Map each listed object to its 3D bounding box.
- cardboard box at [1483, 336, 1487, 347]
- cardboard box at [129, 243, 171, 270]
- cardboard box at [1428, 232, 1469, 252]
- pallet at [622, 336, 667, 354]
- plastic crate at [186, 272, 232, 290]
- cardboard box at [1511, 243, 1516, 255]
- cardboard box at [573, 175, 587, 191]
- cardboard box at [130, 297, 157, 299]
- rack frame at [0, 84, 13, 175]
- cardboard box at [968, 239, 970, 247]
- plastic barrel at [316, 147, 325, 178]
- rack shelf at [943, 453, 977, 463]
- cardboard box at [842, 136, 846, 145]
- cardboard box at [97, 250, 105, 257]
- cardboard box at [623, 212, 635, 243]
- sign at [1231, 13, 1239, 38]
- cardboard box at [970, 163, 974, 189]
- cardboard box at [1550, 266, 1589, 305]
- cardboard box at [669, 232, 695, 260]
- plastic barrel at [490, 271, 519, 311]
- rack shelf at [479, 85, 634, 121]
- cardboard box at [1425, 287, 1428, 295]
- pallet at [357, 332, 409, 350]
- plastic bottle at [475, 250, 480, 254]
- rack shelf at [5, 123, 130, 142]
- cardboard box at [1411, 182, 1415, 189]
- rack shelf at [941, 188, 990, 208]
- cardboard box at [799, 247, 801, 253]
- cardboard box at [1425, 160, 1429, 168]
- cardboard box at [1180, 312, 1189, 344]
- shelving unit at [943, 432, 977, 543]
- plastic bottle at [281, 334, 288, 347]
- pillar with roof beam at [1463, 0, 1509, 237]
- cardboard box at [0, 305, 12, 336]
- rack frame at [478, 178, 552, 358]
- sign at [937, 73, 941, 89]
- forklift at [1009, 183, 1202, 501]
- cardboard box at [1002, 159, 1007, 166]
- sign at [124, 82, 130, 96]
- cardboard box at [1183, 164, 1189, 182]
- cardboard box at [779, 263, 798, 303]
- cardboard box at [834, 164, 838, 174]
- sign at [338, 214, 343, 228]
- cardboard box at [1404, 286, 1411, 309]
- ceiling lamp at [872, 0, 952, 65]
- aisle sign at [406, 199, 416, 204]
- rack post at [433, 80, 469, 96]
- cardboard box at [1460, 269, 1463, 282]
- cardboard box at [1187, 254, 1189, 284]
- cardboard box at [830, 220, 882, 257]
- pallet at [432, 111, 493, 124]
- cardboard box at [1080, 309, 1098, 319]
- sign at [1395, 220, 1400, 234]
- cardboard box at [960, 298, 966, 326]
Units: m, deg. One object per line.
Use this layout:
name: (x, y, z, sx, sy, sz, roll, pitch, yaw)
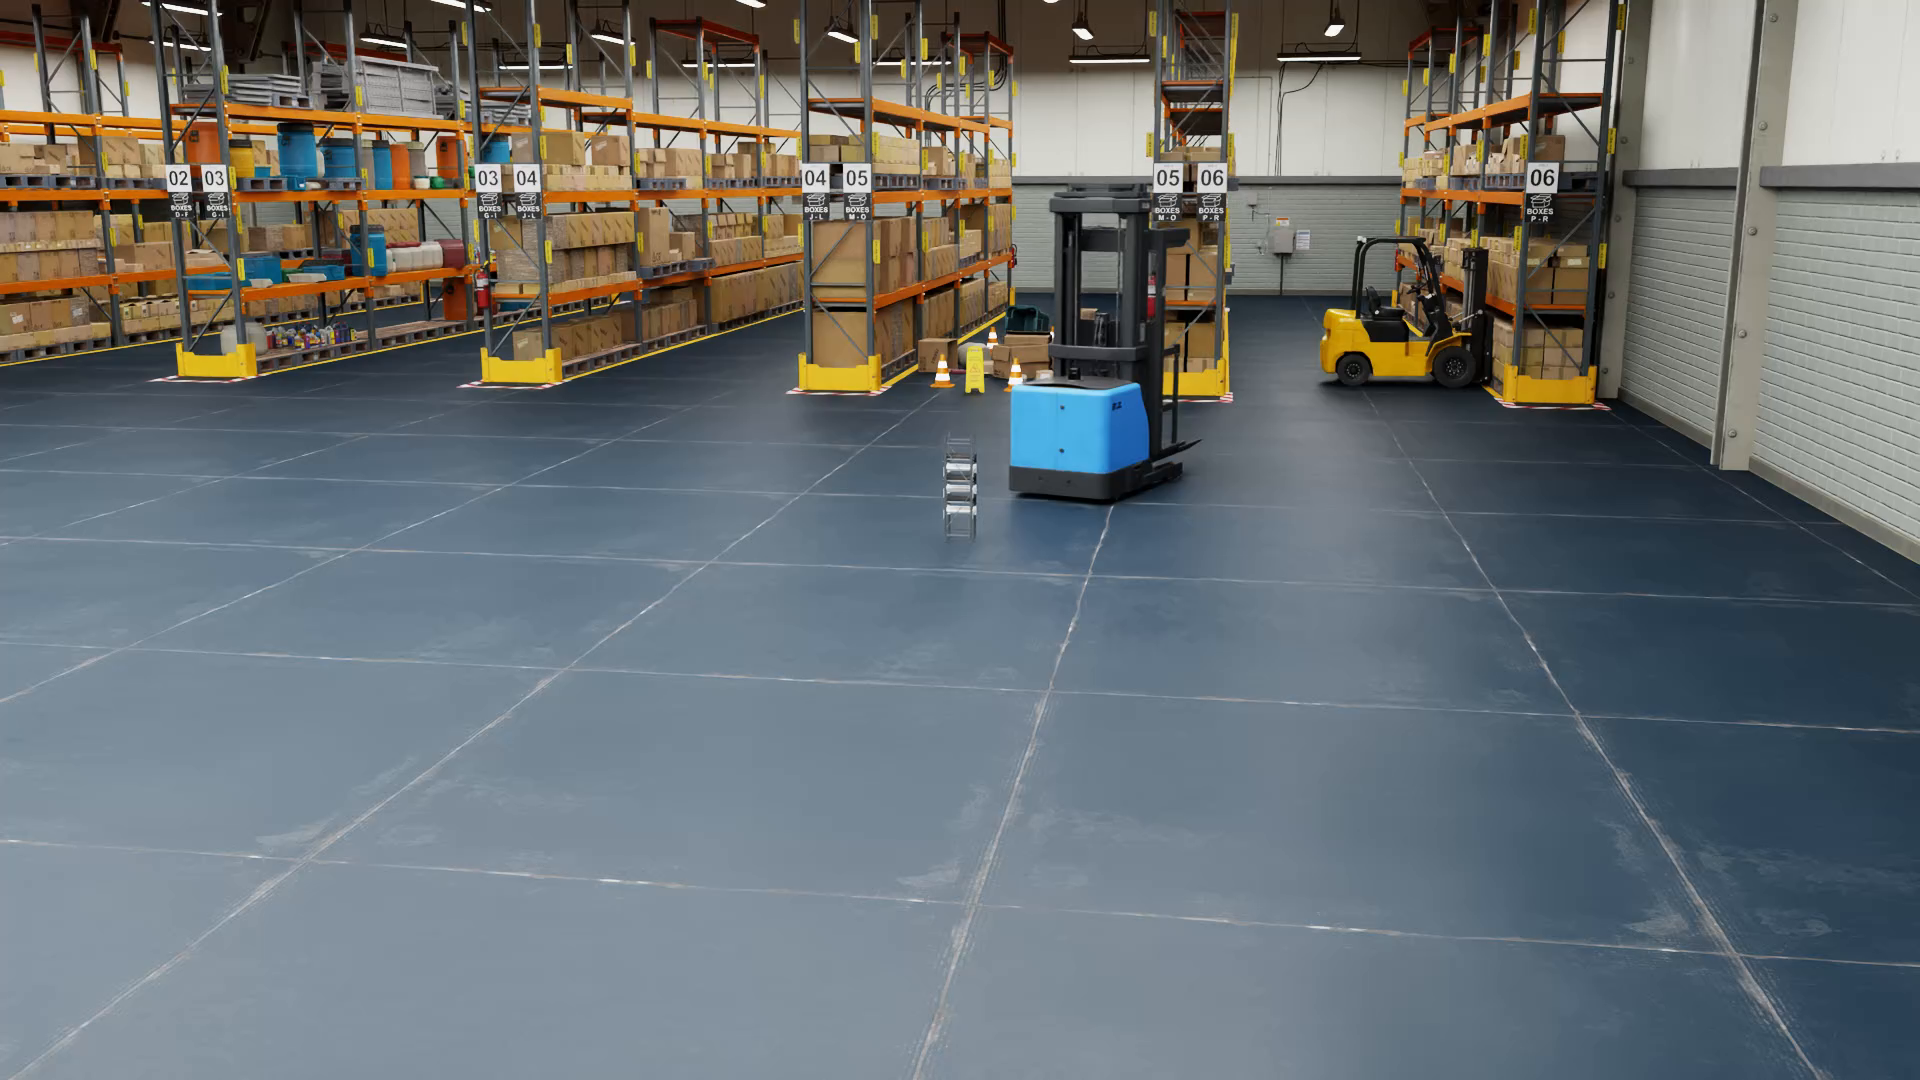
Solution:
cardboard box: (8.066, -2.906, 24.699, 0.500, 0.250, 0.500, 2, 12, 8)
cardboard box: (-15.505, -5.430, 31.833, 0.500, 0.500, 0.500, 2, 12, 9)
cardboard box: (9.372, -5.639, 31.799, 0.797, 0.503, 0.637, 2, 12, 7)
pallet: (-5.891, -3.485, 29.664, 1.003, 0.211, 1.213, 2, 12, 9)
plastic crate: (-11.737, -4.055, 26.043, 0.499, 0.251, 0.616, 2, 12, 9)
cardboard box: (7.941, -4.073, 23.289, 0.380, 0.149, 0.250, 2, 12, 10)
cardboard box: (-6.142, -5.549, 25.858, 0.500, 0.250, 0.500, 2, 12, 8)
cardboard box: (-15.784, -4.554, 32.202, 0.500, 0.311, 0.500, 2, 12, 8)
rack frame: (-20.077, -8.933, 34.084, 1.000, 3.000, 0.127, 2, 12, 9)
cardboard box: (-0.002, -5.984, 33.532, 0.380, 0.149, 0.250, 2, 12, 11)
plastic barrel: (-11.164, -6.490, 28.605, 0.421, 0.512, 0.421, 0, 12, 0)
rack shelf: (0.001, -0.673, 13.857, 0.258, 0.077, 0.200, 2, 12, 9)
cardboard box: (-1.905, -5.900, 24.598, 0.380, 0.149, 0.250, 2, 12, 10)
cardboard box: (-19.420, -6.429, 37.254, 0.380, 0.149, 0.250, 2, 12, 9)
cardboard box: (-5.806, -5.267, 27.995, 0.500, 0.500, 0.500, 2, 12, 9)
sign: (3.704, -6.943, 22.444, 0.100, 0.325, 0.005, 2, 12, 9)
cardboard box: (-0.016, -7.171, 32.792, 0.500, 0.500, 0.500, 2, 12, 9)
cardboard box: (8.424, -3.515, 22.948, 0.500, 0.500, 0.500, 2, 12, 10)
cardboard box: (-5.425, -5.540, 31.345, 0.700, 0.500, 0.500, 4, 13, 17)
plastic barrel: (-9.882, -5.431, 36.060, 0.600, 0.901, 0.708, 2, 12, 9)
rack shelf: (-6.317, -6.849, 26.131, 1.077, 0.370, 4.000, 2, 12, 9)
cardboard box: (9.634, -5.045, 33.678, 0.380, 0.149, 0.250, 2, 12, 7)
pallet: (-10.821, -3.648, 30.421, 1.003, 0.211, 1.213, 2, 12, 9)
plastic bottle: (-9.831, -5.795, 34.056, 0.152, 0.276, 0.135, 2, 12, 9)
rack shelf: (-19.770, -8.802, 36.134, 1.077, 0.370, 4.000, 2, 12, 9)
cardboard box: (9.890, -7.620, 35.707, 0.380, 0.149, 0.250, 2, 12, 10)
rack shelf: (-0.201, -6.868, 33.330, 1.077, 0.370, 4.000, 2, 12, 9)
cardboard box: (-3.971, -6.870, 39.348, 0.380, 0.149, 0.250, 2, 12, 9)
cardboard box: (9.374, -7.402, 32.755, 0.380, 0.149, 0.250, 2, 12, 8)
cardboard box: (3.273, -3.259, 25.746, 0.500, 0.500, 0.500, 3, 12, 12)
shelving unit: (0.001, -0.442, 13.906, 0.258, 0.900, 0.210, 2, 12, 9)
plastic bottle: (-11.434, -3.378, 28.146, 0.097, 0.201, 0.097, 0, 12, 0)
pillar with roof beam: (6.662, -9.058, 34.665, 9.100, 9.000, 0.548, 2, 12, 9)
cardboard box: (-16.035, -3.612, 27.382, 0.500, 0.500, 0.500, 2, 12, 9)
rack frame: (-6.624, -3.854, 24.755, 1.000, 3.000, 0.127, 2, 12, 9)
sign: (-0.427, -9.619, 34.863, 0.100, 0.325, 0.005, 2, 12, 9)
forklift: (1.608, -2.063, 16.610, 1.130, 2.935, 3.031, 6, 14, 28)
cardboard box: (0.854, -8.596, 37.863, 0.380, 0.149, 0.250, 2, 12, 10)
sign: (-18.924, -10.246, 37.771, 0.100, 0.325, 0.005, 2, 12, 9)
cardboard box: (2.980, -5.186, 23.468, 0.500, 0.250, 0.500, 2, 12, 8)
cardboard box: (-4.323, -6.026, 38.880, 0.875, 0.875, 0.875, 2, 12, 9)
cardboard box: (-1.983, -5.402, 24.182, 0.380, 0.149, 0.250, 2, 12, 9)
sign: (-14.018, -7.222, 37.637, 0.100, 0.325, 0.005, 2, 12, 9)
cardboard box: (9.996, -5.279, 36.304, 0.500, 0.500, 0.500, 2, 12, 10)
ceiling lamp: (-1.245, -13.447, 41.174, 2.000, 3.185, 0.800, 2, 12, 9)
aisle sign: (-13.638, -8.781, 41.448, 0.394, 0.787, 0.004, 2, 12, 9)
rack post: (-10.265, -9.030, 33.308, 0.624, 0.289, 0.986, 2, 12, 9)
cardboard box: (8.686, -4.452, 27.889, 0.500, 0.250, 0.500, 2, 12, 9)
cardboard box: (3.141, -4.057, 24.754, 0.500, 0.500, 0.500, 2, 12, 8)
cardboard box: (-1.650, -4.467, 24.679, 0.875, 0.550, 0.550, 2, 12, 9)
pallet: (-10.147, -8.473, 33.349, 1.213, 0.211, 1.003, 2, 12, 9)
cardboard box: (2.019, -3.565, 27.551, 0.500, 0.500, 0.500, 2, 12, 9)
sign: (9.997, -7.144, 37.967, 0.100, 0.325, 0.005, 2, 12, 9)
cardboard box: (-0.148, -4.460, 32.503, 0.500, 0.500, 0.500, 1, 12, 6)
